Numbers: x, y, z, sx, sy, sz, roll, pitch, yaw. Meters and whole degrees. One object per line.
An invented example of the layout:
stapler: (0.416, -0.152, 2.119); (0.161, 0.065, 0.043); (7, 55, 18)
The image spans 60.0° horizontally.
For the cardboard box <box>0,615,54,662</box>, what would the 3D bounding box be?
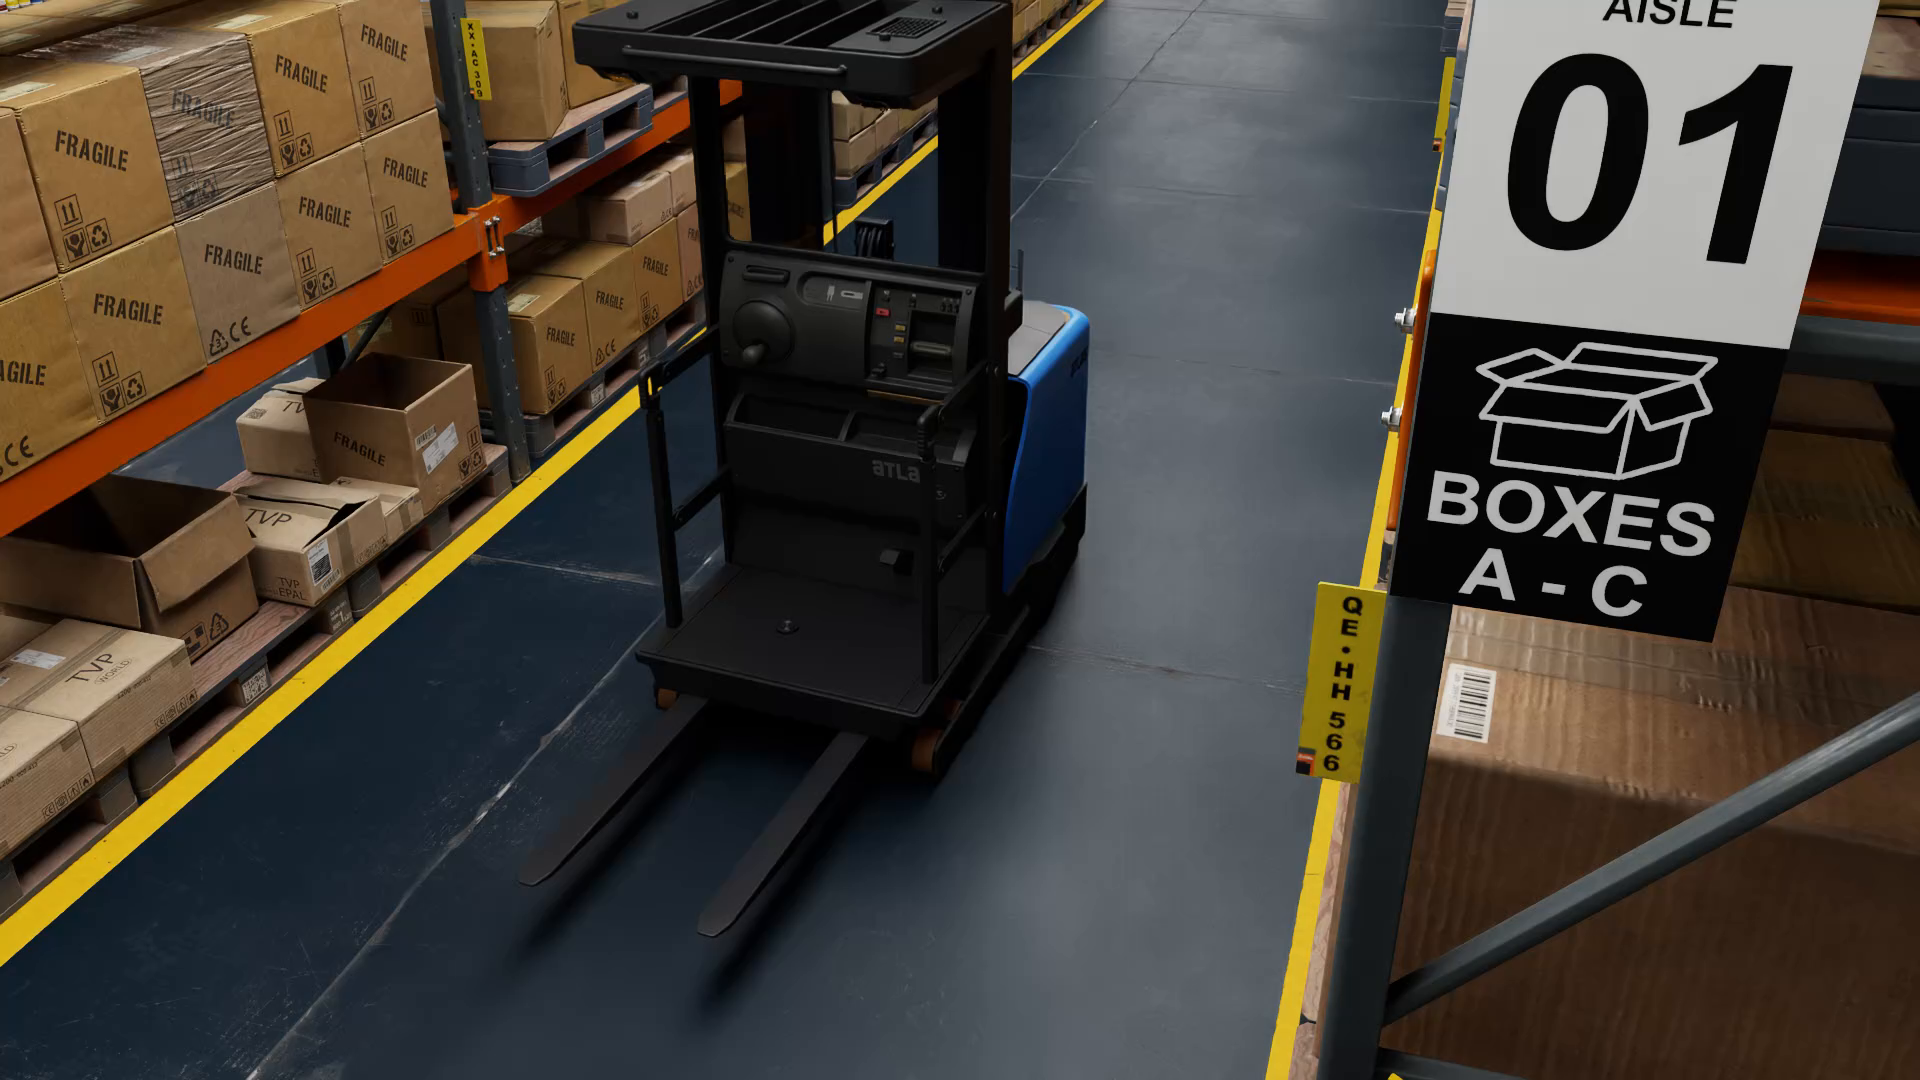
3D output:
cardboard box: (-3.449, 0.480, 5.677); (0.500, 0.250, 0.500); (8, 30, 15)

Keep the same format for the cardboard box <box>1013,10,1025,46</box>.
cardboard box: (0.268, -4.535, 14.713); (0.500, 0.250, 0.500); (8, 30, 15)

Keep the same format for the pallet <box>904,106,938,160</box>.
pallet: (-0.693, -3.246, 12.867); (1.003, 0.211, 1.213); (8, 30, 15)

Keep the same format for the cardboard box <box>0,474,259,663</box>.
cardboard box: (-3.053, 0.109, 6.083); (0.797, 0.503, 0.637); (8, 30, 15)

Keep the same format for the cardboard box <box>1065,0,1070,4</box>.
cardboard box: (0.861, -5.464, 16.383); (0.500, 0.250, 0.500); (8, 30, 15)

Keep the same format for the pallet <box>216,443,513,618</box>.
pallet: (-2.709, -0.125, 7.259); (1.003, 0.211, 1.213); (8, 30, 15)

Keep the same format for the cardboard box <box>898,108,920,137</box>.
cardboard box: (-0.604, -3.182, 12.280); (0.500, 0.250, 0.500); (8, 30, 14)

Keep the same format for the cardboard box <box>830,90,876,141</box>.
cardboard box: (-0.898, -2.951, 11.288); (0.500, 0.311, 0.500); (10, 30, 17)

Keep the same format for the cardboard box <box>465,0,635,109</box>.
cardboard box: (-2.012, -2.407, 7.957); (0.700, 0.500, 0.500); (13, 32, 23)

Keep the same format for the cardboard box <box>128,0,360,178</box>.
cardboard box: (-2.555, -1.633, 5.969); (0.500, 0.500, 0.500); (8, 30, 14)

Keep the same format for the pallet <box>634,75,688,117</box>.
pallet: (-1.898, -2.534, 8.917); (1.003, 0.211, 1.213); (8, 30, 15)

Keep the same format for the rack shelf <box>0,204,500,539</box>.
rack shelf: (-3.093, -0.419, 5.658); (1.077, 0.370, 4.000); (8, 30, 15)

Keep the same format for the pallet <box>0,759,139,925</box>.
pallet: (-3.425, 1.008, 5.220); (1.003, 0.211, 1.213); (8, 30, 15)

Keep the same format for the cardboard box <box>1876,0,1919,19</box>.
cardboard box: (1.505, -0.876, 2.273); (0.500, 0.250, 0.500); (10, 31, 17)

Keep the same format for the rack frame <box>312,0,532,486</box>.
rack frame: (-2.506, -1.663, 7.154); (1.000, 3.000, 0.127); (8, 30, 15)

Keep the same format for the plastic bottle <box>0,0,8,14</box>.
plastic bottle: (-6.096, -3.420, 10.517); (0.097, 0.201, 0.097); (0, 29, 0)

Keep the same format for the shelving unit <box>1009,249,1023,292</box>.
shelving unit: (0.119, -0.671, 7.221); (0.258, 1.200, 0.189); (11, 31, 18)

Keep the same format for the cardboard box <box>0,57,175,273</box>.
cardboard box: (-2.852, -1.166, 5.128); (0.500, 0.500, 0.500); (8, 30, 14)

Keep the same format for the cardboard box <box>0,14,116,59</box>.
cardboard box: (-3.216, -1.486, 5.705); (0.500, 0.500, 0.500); (8, 30, 13)

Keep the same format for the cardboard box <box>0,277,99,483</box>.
cardboard box: (-3.001, -0.490, 4.942); (0.500, 0.500, 0.500); (8, 30, 15)

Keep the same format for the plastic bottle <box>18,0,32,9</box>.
plastic bottle: (-6.039, -3.510, 10.679); (0.097, 0.201, 0.097); (0, 29, 0)

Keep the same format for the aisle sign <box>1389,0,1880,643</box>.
aisle sign: (0.748, -0.245, 1.930); (0.394, 0.787, 0.004); (8, 30, 15)

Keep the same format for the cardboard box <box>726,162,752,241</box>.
cardboard box: (-1.534, -1.913, 9.723); (0.500, 0.500, 0.500); (7, 30, 13)

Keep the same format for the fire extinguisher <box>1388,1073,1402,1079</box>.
fire extinguisher: (0.571, 1.102, 2.647); (0.296, 0.674, 0.183); (8, 30, 15)

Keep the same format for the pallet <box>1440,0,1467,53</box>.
pallet: (3.512, -3.080, 9.898); (1.213, 0.211, 1.003); (8, 30, 15)

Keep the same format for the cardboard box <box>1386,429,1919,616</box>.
cardboard box: (1.399, 0.192, 3.511); (0.980, 0.700, 0.700); (8, 30, 14)

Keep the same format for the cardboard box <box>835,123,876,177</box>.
cardboard box: (-0.898, -2.705, 11.424); (0.500, 0.250, 0.500); (8, 30, 15)

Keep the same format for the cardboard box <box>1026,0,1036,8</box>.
cardboard box: (0.417, -5.095, 14.948); (0.500, 0.500, 0.500); (8, 30, 15)

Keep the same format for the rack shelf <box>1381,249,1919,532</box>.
rack shelf: (1.643, -1.025, 3.662); (1.077, 0.370, 4.000); (8, 30, 15)

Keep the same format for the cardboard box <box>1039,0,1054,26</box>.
cardboard box: (0.571, -4.998, 15.546); (0.500, 0.250, 0.500); (8, 30, 15)

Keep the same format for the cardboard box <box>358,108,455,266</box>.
cardboard box: (-2.408, -1.438, 6.646); (0.500, 0.500, 0.500); (9, 30, 16)

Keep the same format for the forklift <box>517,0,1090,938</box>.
forklift: (-0.466, -0.695, 5.485); (1.130, 2.935, 3.031); (11, 31, 18)

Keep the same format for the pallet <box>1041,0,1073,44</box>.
pallet: (0.472, -5.095, 16.191); (1.003, 0.211, 1.213); (8, 30, 15)

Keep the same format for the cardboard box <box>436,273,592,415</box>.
cardboard box: (-2.131, -0.953, 7.997); (0.500, 0.500, 0.500); (7, 30, 13)

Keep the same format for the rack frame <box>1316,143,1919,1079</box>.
rack frame: (1.056, 0.901, 2.545); (1.000, 3.000, 0.127); (8, 30, 15)

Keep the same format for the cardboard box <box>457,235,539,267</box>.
cardboard box: (-2.482, -1.262, 8.552); (0.500, 0.500, 0.500); (9, 30, 15)

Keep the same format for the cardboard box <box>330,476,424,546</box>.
cardboard box: (-2.455, -0.122, 6.863); (0.380, 0.149, 0.250); (8, 30, 15)

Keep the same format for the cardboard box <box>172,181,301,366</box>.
cardboard box: (-2.706, -0.959, 5.786); (0.500, 0.500, 0.500); (9, 30, 16)

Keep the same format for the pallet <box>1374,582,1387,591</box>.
pallet: (1.932, 0.603, 5.949); (1.003, 0.211, 1.213); (8, 30, 15)

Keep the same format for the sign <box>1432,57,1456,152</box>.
sign: (1.709, -1.502, 5.756); (0.100, 0.325, 0.005); (8, 30, 15)

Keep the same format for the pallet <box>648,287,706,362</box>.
pallet: (-1.947, -1.397, 9.544); (1.003, 0.211, 1.213); (8, 30, 15)

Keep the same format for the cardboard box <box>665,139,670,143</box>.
cardboard box: (-1.887, -2.207, 10.251); (0.500, 0.500, 0.500); (7, 30, 13)

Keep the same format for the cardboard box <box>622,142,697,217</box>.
cardboard box: (-1.691, -1.979, 9.069); (0.500, 0.250, 0.500); (8, 30, 14)

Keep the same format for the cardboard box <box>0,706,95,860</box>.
cardboard box: (-3.103, 0.760, 5.173); (0.500, 0.250, 0.500); (8, 30, 15)

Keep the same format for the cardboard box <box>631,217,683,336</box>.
cardboard box: (-1.831, -1.434, 8.861); (0.500, 0.500, 0.500); (9, 30, 15)

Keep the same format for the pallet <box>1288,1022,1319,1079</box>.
pallet: (1.216, 1.737, 3.911); (1.003, 0.211, 1.213); (8, 30, 15)
